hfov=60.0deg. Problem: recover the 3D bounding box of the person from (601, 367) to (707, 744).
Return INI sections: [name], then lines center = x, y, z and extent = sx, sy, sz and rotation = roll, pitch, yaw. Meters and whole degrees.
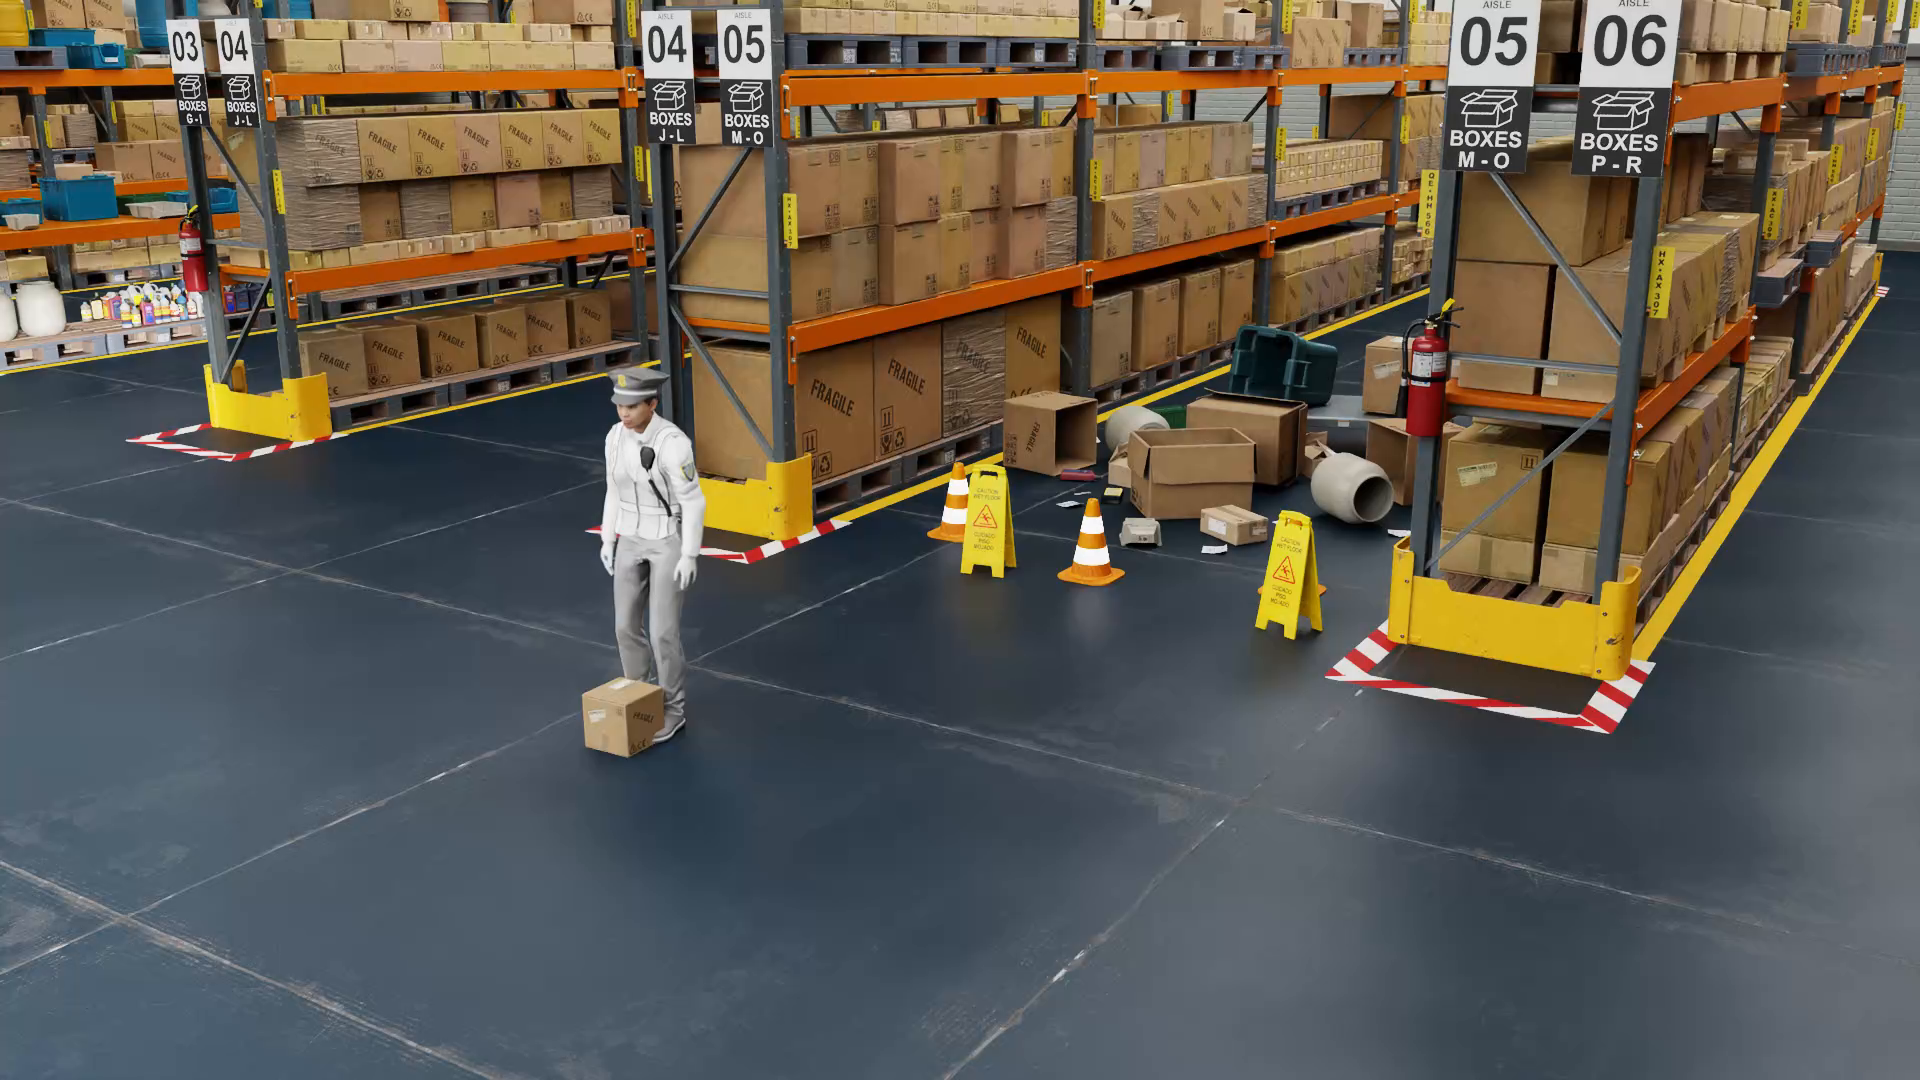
[person]
center = -1.377, 0.052, 7.353
extent = 0.525, 1.662, 0.414
rotation = 9, 19, 28
